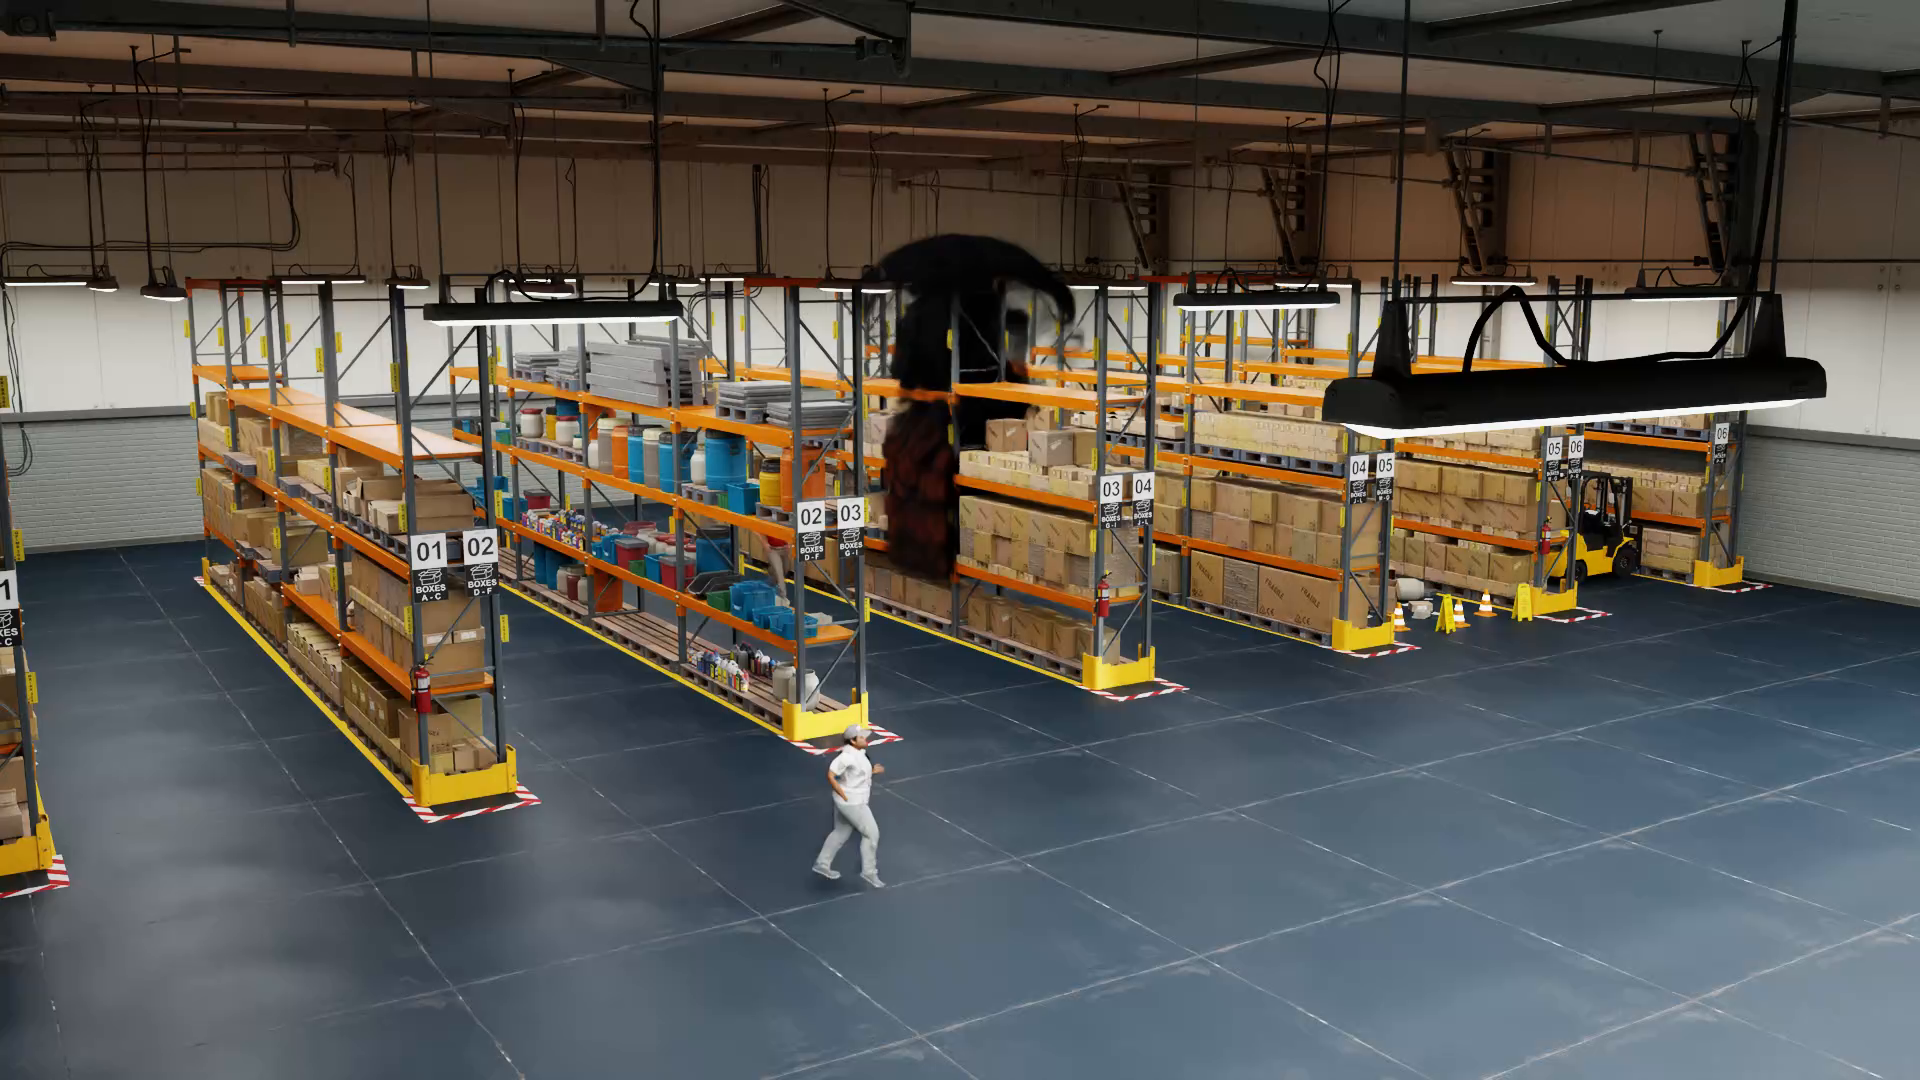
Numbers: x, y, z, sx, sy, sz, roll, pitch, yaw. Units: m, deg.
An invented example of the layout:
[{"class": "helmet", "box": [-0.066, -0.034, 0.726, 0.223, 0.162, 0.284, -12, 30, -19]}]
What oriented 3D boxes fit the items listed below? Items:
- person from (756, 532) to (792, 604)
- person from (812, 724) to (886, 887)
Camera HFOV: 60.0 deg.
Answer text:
[{"class": "person", "box": [-3.283, 0.240, 29.893, 0.643, 1.724, 0.997, -7, 12, -34]}, {"class": "person", "box": [-1.144, 2.713, 16.987, 0.764, 1.734, 0.576, -1, 10, -8]}]
